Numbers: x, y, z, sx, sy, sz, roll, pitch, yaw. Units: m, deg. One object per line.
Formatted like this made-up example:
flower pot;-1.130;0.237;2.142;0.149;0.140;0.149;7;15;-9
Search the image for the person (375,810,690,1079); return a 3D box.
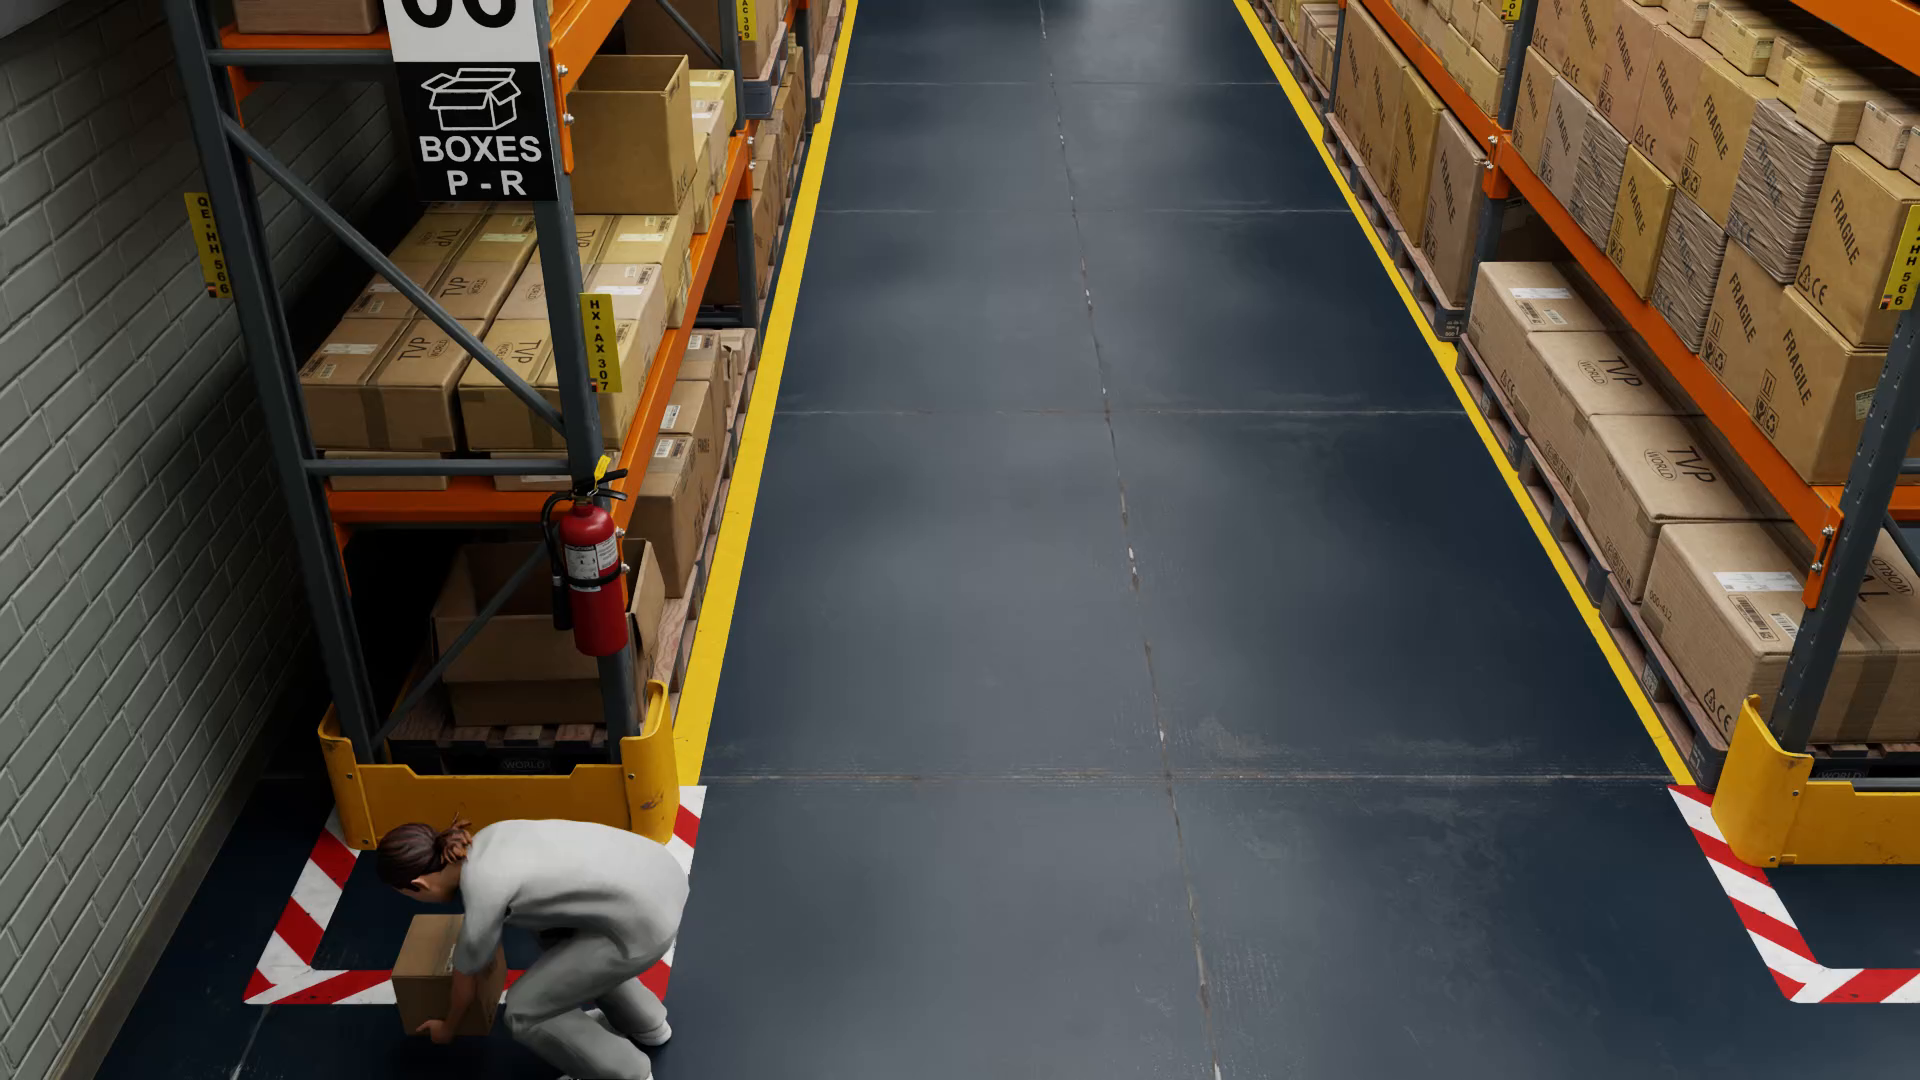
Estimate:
person;-1.218;1.204;4.879;0.861;0.945;0.477;1;32;2
